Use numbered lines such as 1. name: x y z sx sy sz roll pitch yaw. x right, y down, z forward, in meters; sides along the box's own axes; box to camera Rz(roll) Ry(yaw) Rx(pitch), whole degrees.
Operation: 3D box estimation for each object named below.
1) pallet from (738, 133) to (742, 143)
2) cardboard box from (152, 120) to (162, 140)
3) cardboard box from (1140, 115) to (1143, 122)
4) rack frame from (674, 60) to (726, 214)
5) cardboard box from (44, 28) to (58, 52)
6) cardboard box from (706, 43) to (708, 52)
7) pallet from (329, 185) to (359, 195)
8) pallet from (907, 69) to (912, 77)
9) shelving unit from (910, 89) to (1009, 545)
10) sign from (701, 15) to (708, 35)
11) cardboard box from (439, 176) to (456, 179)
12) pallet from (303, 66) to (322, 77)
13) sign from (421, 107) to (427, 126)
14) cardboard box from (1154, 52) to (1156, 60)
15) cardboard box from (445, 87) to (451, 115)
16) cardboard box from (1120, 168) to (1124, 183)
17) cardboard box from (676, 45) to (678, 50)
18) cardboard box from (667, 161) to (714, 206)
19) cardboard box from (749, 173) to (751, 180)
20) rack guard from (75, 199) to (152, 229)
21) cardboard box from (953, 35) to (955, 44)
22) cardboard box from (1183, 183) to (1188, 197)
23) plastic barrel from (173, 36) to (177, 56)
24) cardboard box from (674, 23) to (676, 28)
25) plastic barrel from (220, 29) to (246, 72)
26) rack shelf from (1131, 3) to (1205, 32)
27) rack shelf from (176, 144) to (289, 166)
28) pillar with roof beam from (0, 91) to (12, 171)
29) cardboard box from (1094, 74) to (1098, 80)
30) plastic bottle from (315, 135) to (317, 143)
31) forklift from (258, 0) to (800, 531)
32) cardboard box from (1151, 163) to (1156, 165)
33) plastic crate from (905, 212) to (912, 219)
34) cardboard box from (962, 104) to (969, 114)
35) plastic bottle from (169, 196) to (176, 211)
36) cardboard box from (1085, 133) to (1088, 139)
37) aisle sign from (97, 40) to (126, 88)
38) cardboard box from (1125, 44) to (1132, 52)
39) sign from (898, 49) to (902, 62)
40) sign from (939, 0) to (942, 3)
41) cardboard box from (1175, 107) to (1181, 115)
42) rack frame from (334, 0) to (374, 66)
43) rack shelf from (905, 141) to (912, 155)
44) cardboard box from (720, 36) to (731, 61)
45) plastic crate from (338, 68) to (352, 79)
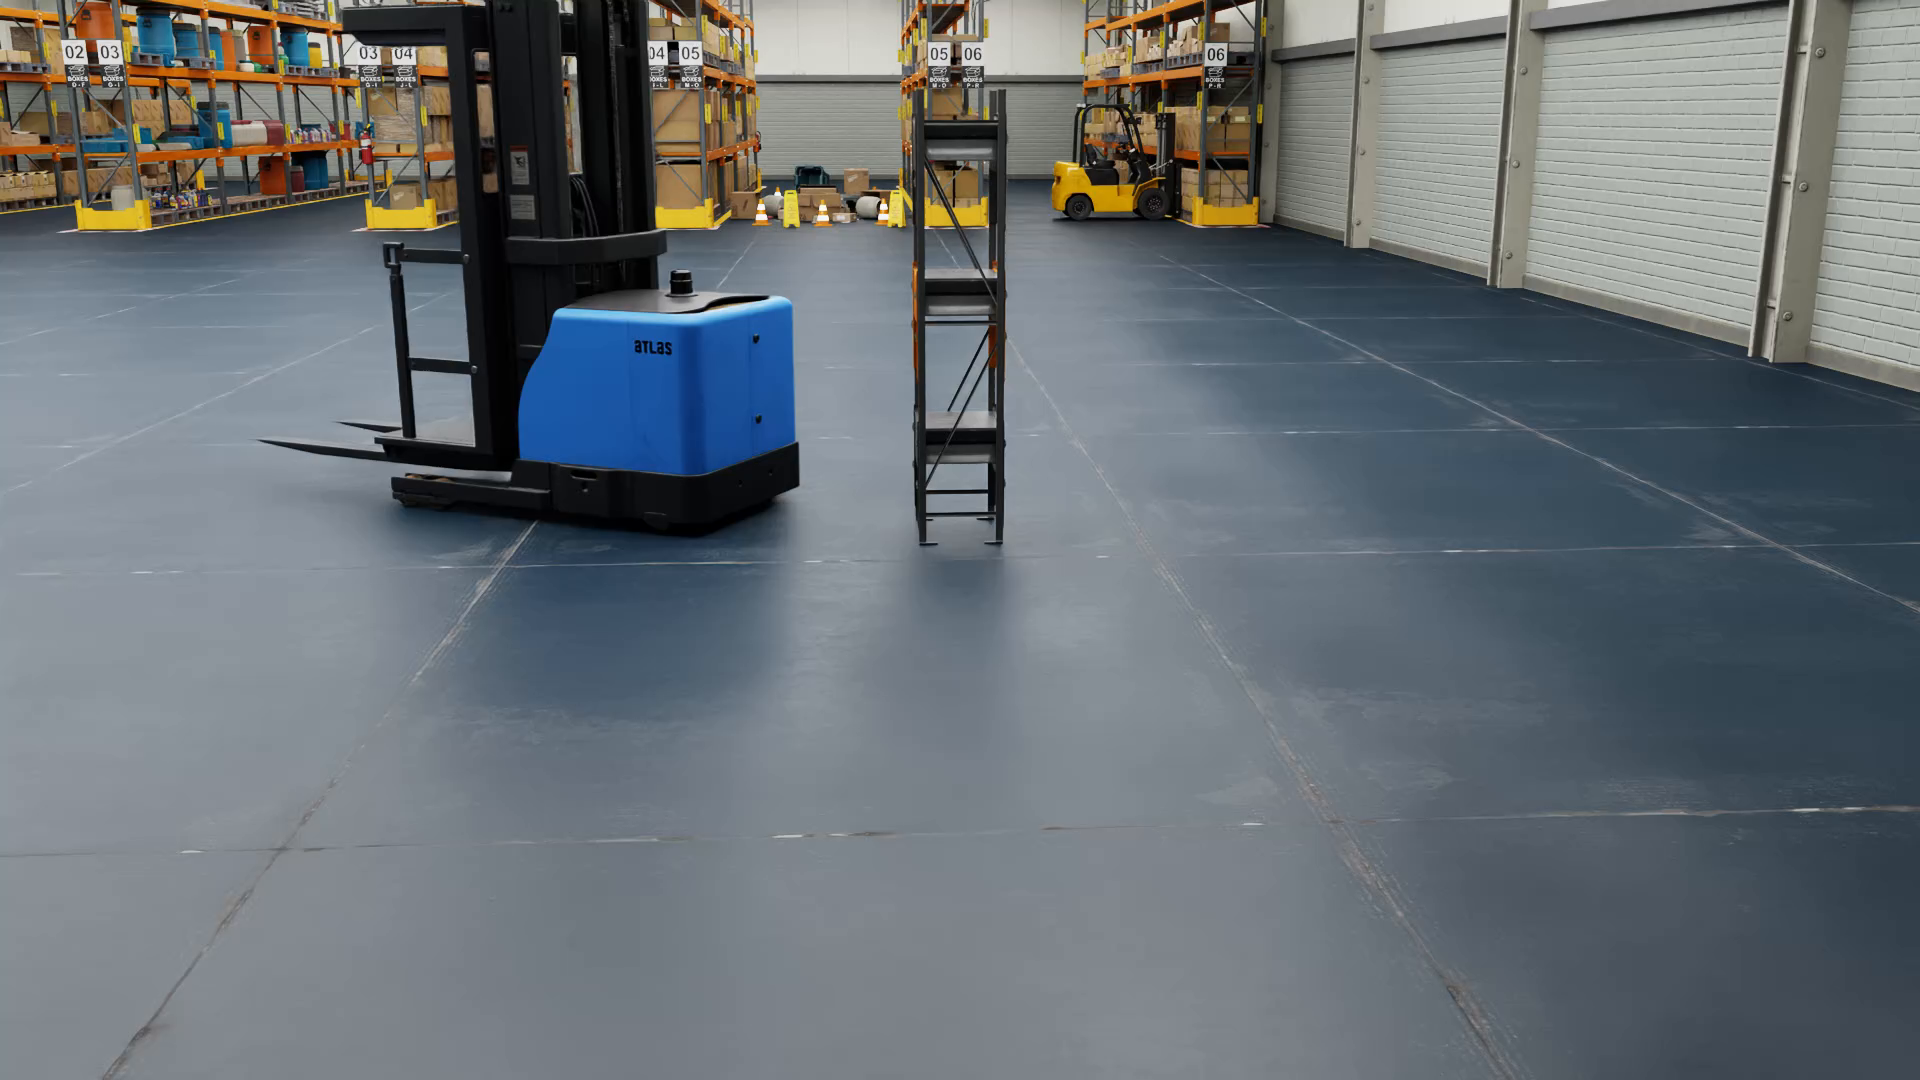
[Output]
1. pallet: -5.677 -9.467 39.187 1.003 0.211 1.213 -1 14 -3
2. cardboard box: -20.428 -10.291 41.803 0.500 0.500 0.500 -1 14 -4
3. cardboard box: 4.189 -9.332 36.773 0.380 0.149 0.250 -1 14 -3
4. rack frame: -5.265 -8.074 33.386 1.000 3.000 0.127 -1 14 -3
5. cardboard box: -20.410 -11.086 36.866 0.500 0.500 0.500 -1 14 -3
6. cardboard box: -4.750 -8.878 29.951 0.380 0.149 0.250 -1 14 -3
7. pallet: -15.745 -8.767 41.678 1.003 0.211 1.213 -1 14 -3
8. pallet: -0.744 -10.969 38.997 1.003 0.211 1.213 0 14 -1
9. shelving unit: -0.010 -1.058 7.925 0.431 2.100 0.503 -1 14 -3
10. sign: -4.463 -9.000 29.055 0.100 0.325 0.005 -1 14 -3
11. cardboard box: -10.239 -7.178 34.037 0.700 0.500 0.500 -2 15 -8
12. pallet: -15.442 -10.821 38.423 1.003 0.211 1.213 -1 14 -3
13. sign: -9.433 -7.455 29.244 0.100 0.325 0.005 -1 14 -3
14. cardboard box: 4.252 -10.104 34.720 0.380 0.149 0.250 -1 14 -4
15. cardboard box: -9.830 -8.218 31.143 0.500 0.500 0.500 -1 14 -3
16. cardboard box: 4.079 -8.597 39.594 0.500 0.500 0.500 0 14 -1
17. cardboard box: -5.488 -9.182 31.136 0.380 0.149 0.250 -1 14 -3
18. cardboard box: -5.236 -6.867 32.115 0.875 0.875 0.875 -1 14 -3
19. cardboard box: -5.464 -9.125 41.754 0.380 0.149 0.250 0 14 -1
20. rack guard: -14.969 -5.759 29.405 1.175 0.500 0.348 -1 14 -3
21. cardboard box: 0.067 -9.052 30.071 0.380 0.149 0.250 -1 14 -4
22. cardboard box: 4.508 -6.613 31.381 0.500 0.250 0.500 -1 14 -4
23. plastic barrel: -15.335 -9.546 32.021 0.421 0.512 0.421 0 14 0
24. cardboard box: -5.471 -9.506 30.792 0.380 0.149 0.250 -1 14 -3
25. plastic barrel: -15.579 -10.428 35.512 0.600 0.901 0.600 0 14 0
26. rack shelf: 4.499 -11.114 35.407 1.077 0.370 4.000 -1 14 -3
27. rack shelf: -15.289 -8.095 34.912 1.077 0.370 4.000 -1 14 -3
28. pillar with roof beam: -22.531 -14.407 45.962 9.100 9.000 0.400 -1 14 -3
29. cardboard box: 3.685 -12.041 43.289 0.380 0.149 0.250 -1 14 -2
30. plastic bottle: -15.217 -9.468 39.204 0.097 0.201 0.097 0 14 0
31. forklift: -2.417 -1.688 8.706 3.031 2.935 1.130 6 16 23
32. cardboard box: 4.654 -8.689 38.650 0.380 0.149 0.250 0 14 -1
33. plastic crate: -1.052 -6.358 32.578 0.402 0.080 0.583 -6 16 -23
34. cardboard box: -0.074 -8.692 34.149 0.500 0.500 0.500 -1 14 -2
35. plastic bottle: -14.719 -6.298 31.079 0.097 0.271 0.097 0 14 0
36. cardboard box: 3.626 -11.030 45.378 0.380 0.149 0.250 -1 14 -4
37. aisle sign: -14.621 -8.197 28.647 0.394 0.787 0.004 -1 14 -3
38. cardboard box: 4.264 -12.030 40.774 0.396 0.266 0.258 -1 14 -3
39. sign: -1.629 -13.067 44.860 0.100 0.325 0.005 -1 14 -3
40. sign: -0.532 -14.561 44.525 0.100 0.325 0.005 -1 14 -3
41. cardboard box: 4.434 -8.419 32.628 0.380 0.149 0.250 -1 14 -4
42. rack frame: -15.909 -13.836 43.740 1.000 3.000 0.127 -1 14 -3
43. rack shelf: -0.703 -9.319 39.670 1.077 0.370 4.000 -1 14 -3
44. cardboard box: -5.126 -10.393 35.138 0.500 0.500 0.500 -1 14 -3
45. plastic crate: -15.464 -11.638 41.481 0.497 0.269 0.590 -1 14 -3
